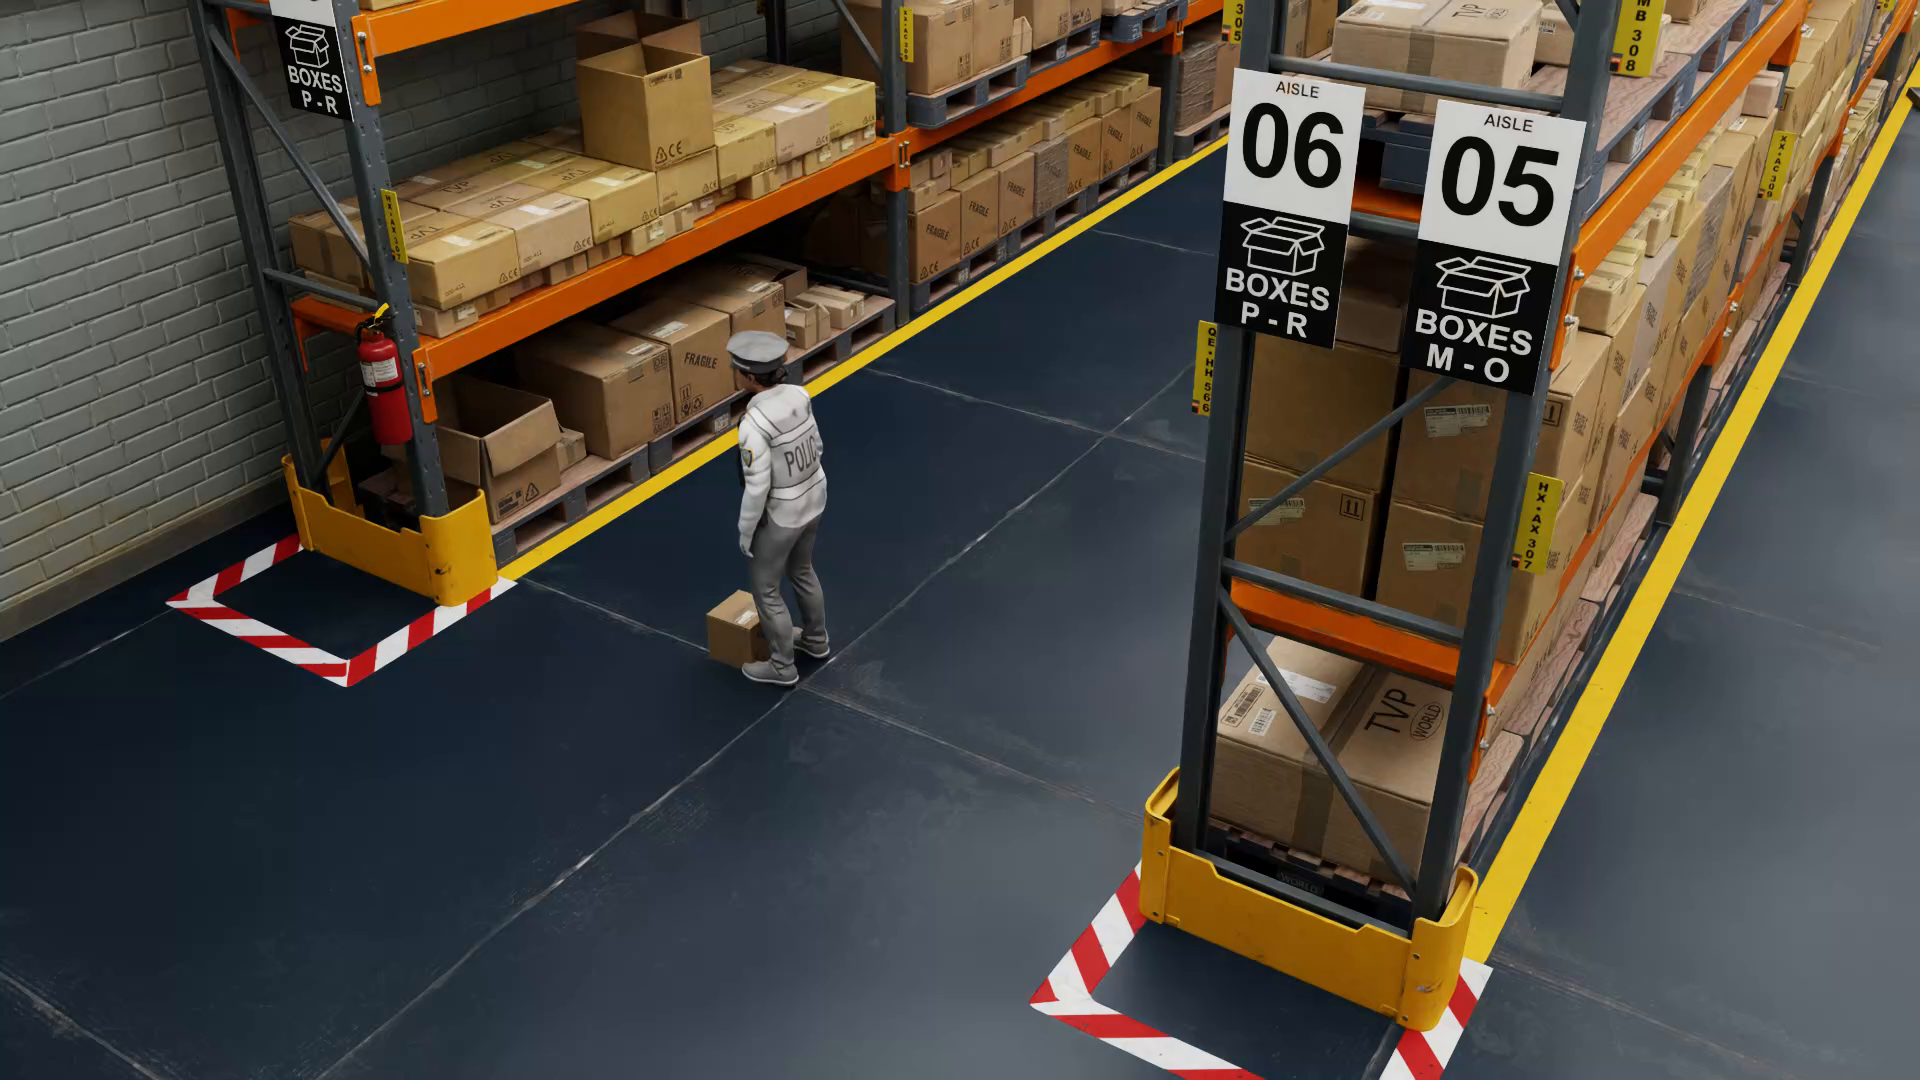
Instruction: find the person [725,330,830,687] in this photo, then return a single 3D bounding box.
[{"bbox_3d":[-0.792,-0.117,7.326,0.369,1.663,0.518,16,34,26],"label":"person"}]
